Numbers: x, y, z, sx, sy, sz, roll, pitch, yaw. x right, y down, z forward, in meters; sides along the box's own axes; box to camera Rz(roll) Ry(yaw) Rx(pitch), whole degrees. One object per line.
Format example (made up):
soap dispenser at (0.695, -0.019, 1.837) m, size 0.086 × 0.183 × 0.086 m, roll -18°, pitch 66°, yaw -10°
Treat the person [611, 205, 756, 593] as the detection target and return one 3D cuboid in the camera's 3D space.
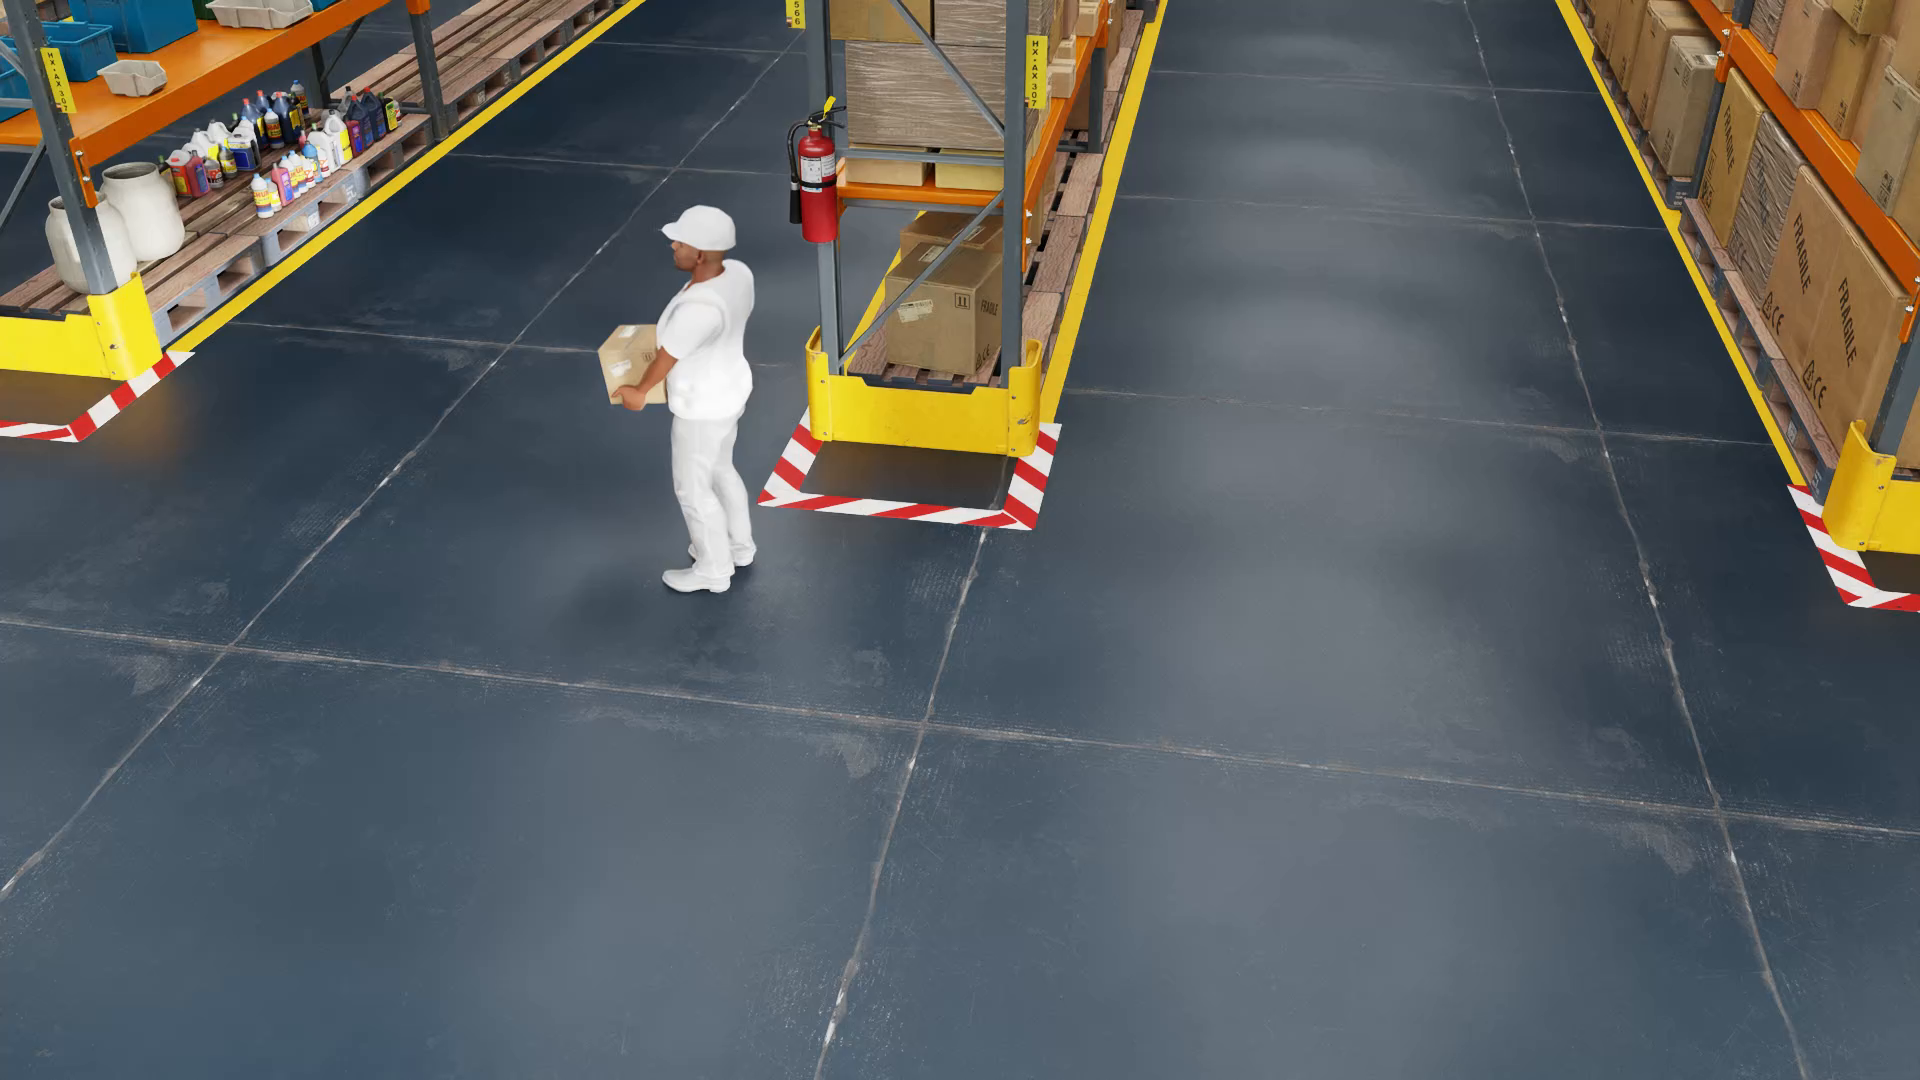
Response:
person at (-1.155, -0.588, 7.055) m, size 0.577 × 1.761 × 0.502 m, roll 5°, pitch 33°, yaw 8°
